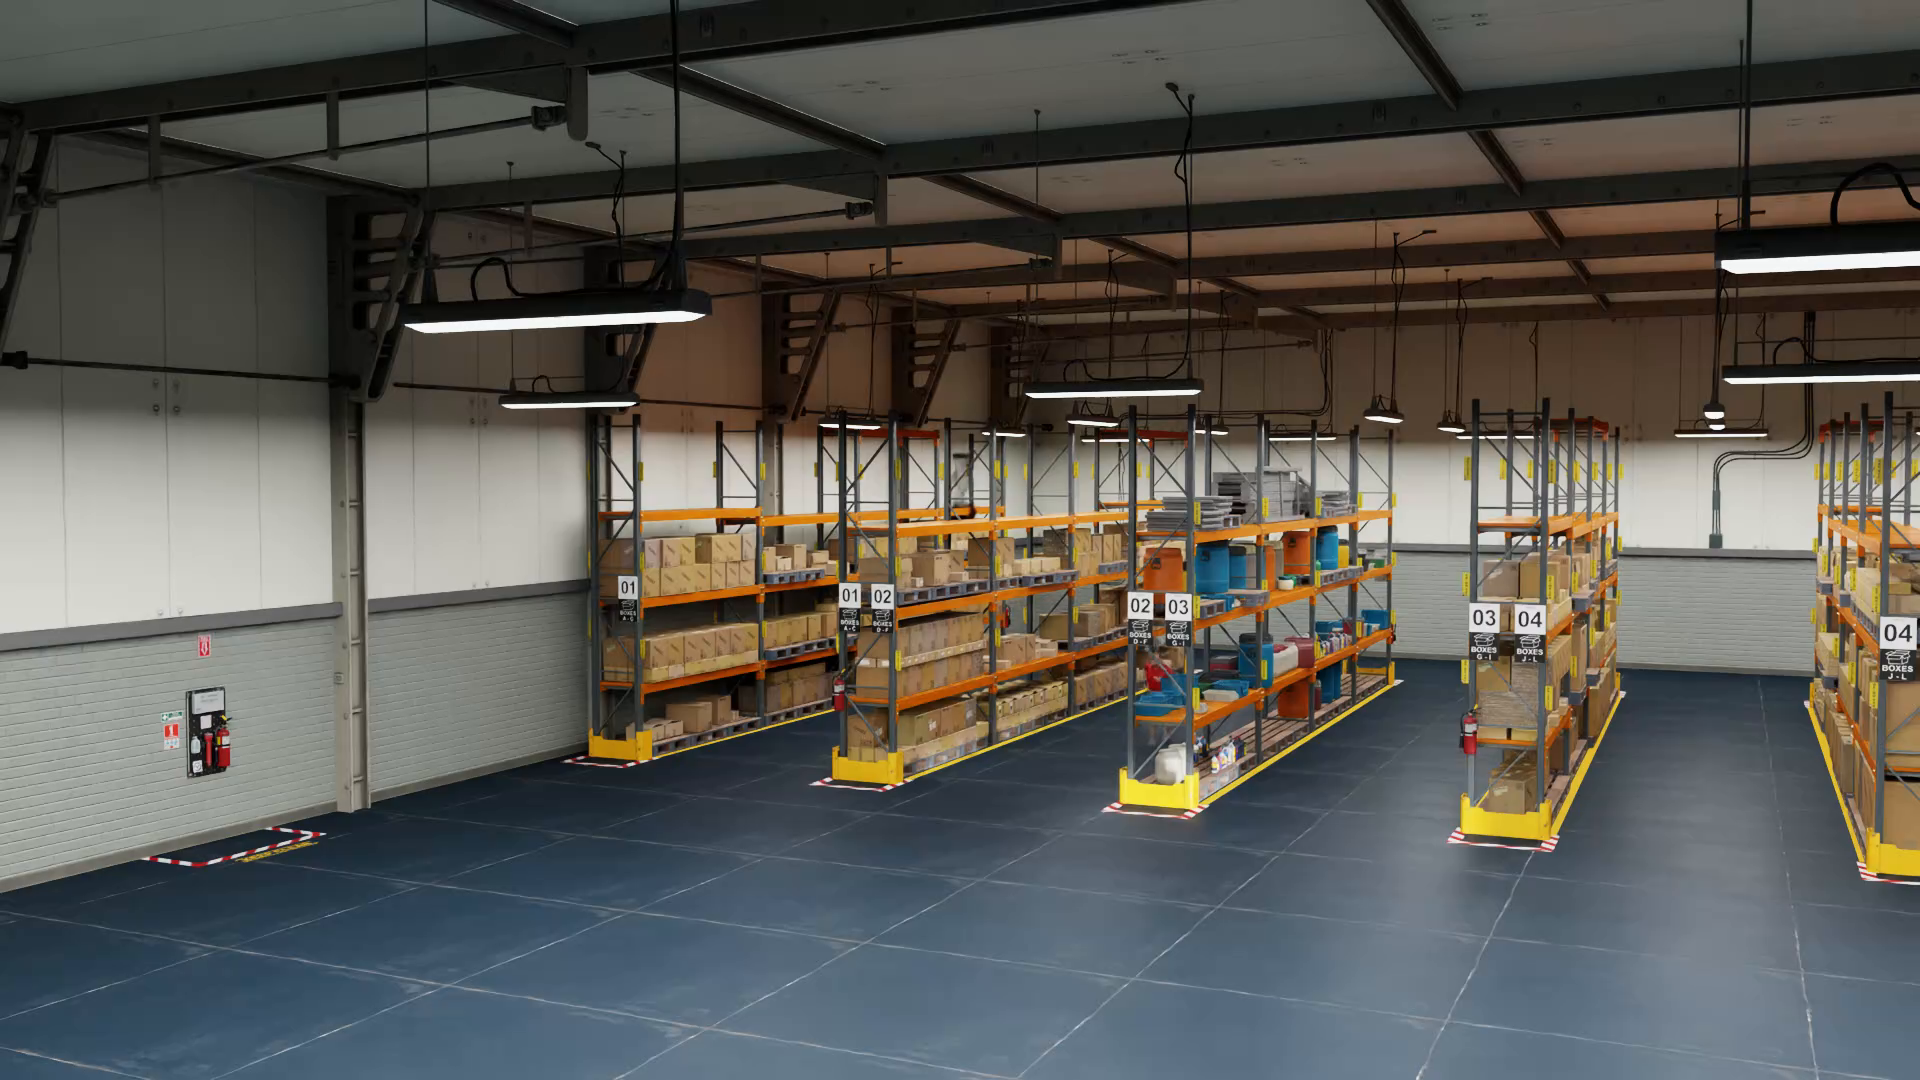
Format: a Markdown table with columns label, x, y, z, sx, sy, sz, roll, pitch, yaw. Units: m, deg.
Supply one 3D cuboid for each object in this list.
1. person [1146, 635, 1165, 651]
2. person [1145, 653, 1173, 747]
| label | x | y | z | sx | sy | sz | roll | pitch | yaw |
| --- | --- | --- | --- | --- | --- | --- | --- | --- | --- |
| person | 5.135 | 2.336 | 43.199 | 0.967 | 1.779 | 0.668 | 2 | 3 | 43 |
| person | 3.667 | 2.916 | 30.520 | 0.650 | 1.738 | 0.948 | 1 | 3 | 23 |
